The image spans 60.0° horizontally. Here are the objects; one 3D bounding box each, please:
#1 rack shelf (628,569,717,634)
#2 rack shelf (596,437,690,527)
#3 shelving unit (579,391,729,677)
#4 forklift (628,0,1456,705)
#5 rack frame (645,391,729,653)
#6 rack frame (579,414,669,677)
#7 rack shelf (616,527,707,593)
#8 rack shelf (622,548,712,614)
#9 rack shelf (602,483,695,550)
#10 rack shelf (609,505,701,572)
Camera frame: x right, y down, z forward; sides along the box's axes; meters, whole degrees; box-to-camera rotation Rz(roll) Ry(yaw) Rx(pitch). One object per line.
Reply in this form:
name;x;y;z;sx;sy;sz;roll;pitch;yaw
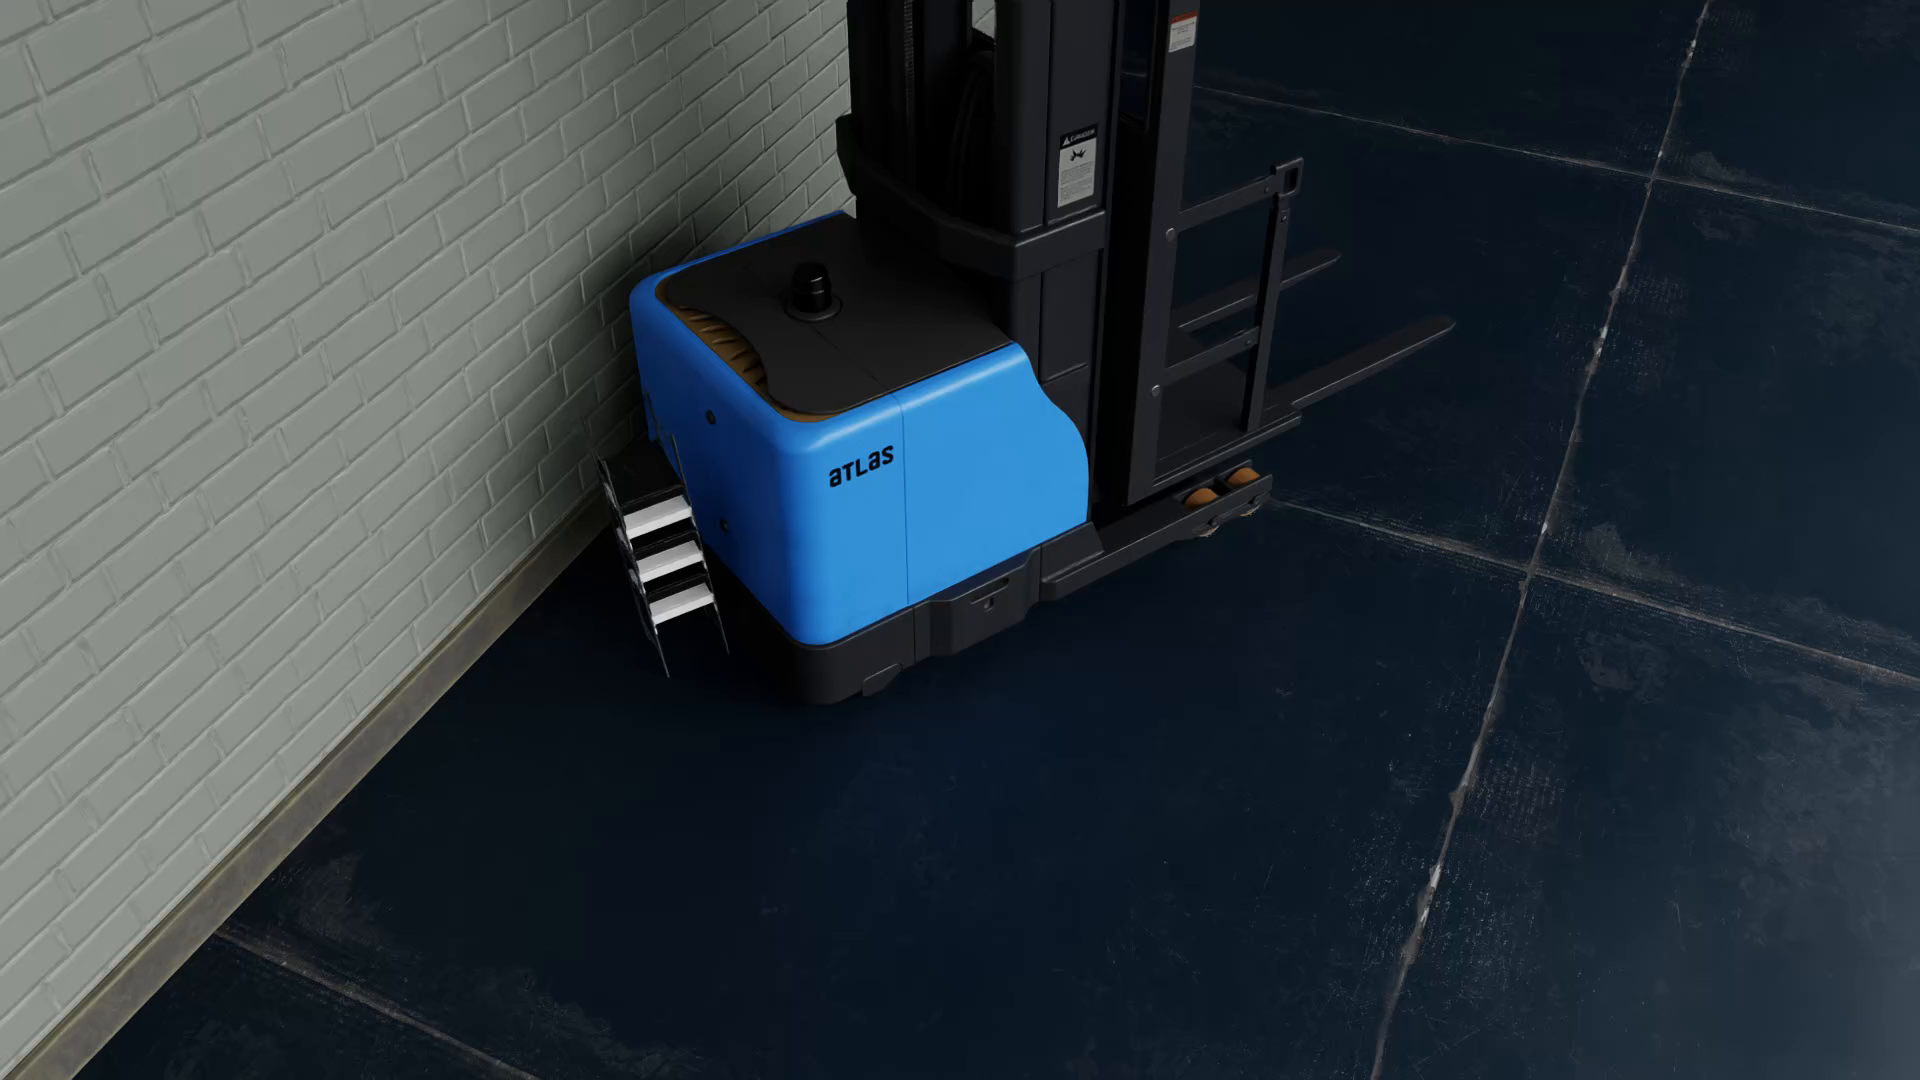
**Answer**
rack shelf;-0.901;0.155;5.197;0.200;0.077;0.258;-22;45;-16
rack shelf;-0.937;-0.172;4.890;0.200;0.077;0.258;-22;45;-16
shelving unit;-0.918;0.000;5.052;0.210;0.900;0.258;-22;45;-16
forklift;0.479;-1.378;5.102;3.031;2.935;1.130;-25;47;-26
rack frame;-0.827;-0.037;5.080;0.006;0.900;0.240;-22;45;-16
rack frame;-1.009;0.036;5.023;0.006;0.900;0.240;-22;45;-16
rack shelf;-0.915;0.024;5.074;0.200;0.077;0.258;-22;45;-16
rack shelf;-0.908;0.089;5.136;0.200;0.077;0.258;-22;45;-16
rack shelf;-0.930;-0.107;4.951;0.200;0.077;0.258;-22;45;-16
rack shelf;-0.922;-0.042;5.013;0.200;0.077;0.258;-22;45;-16
